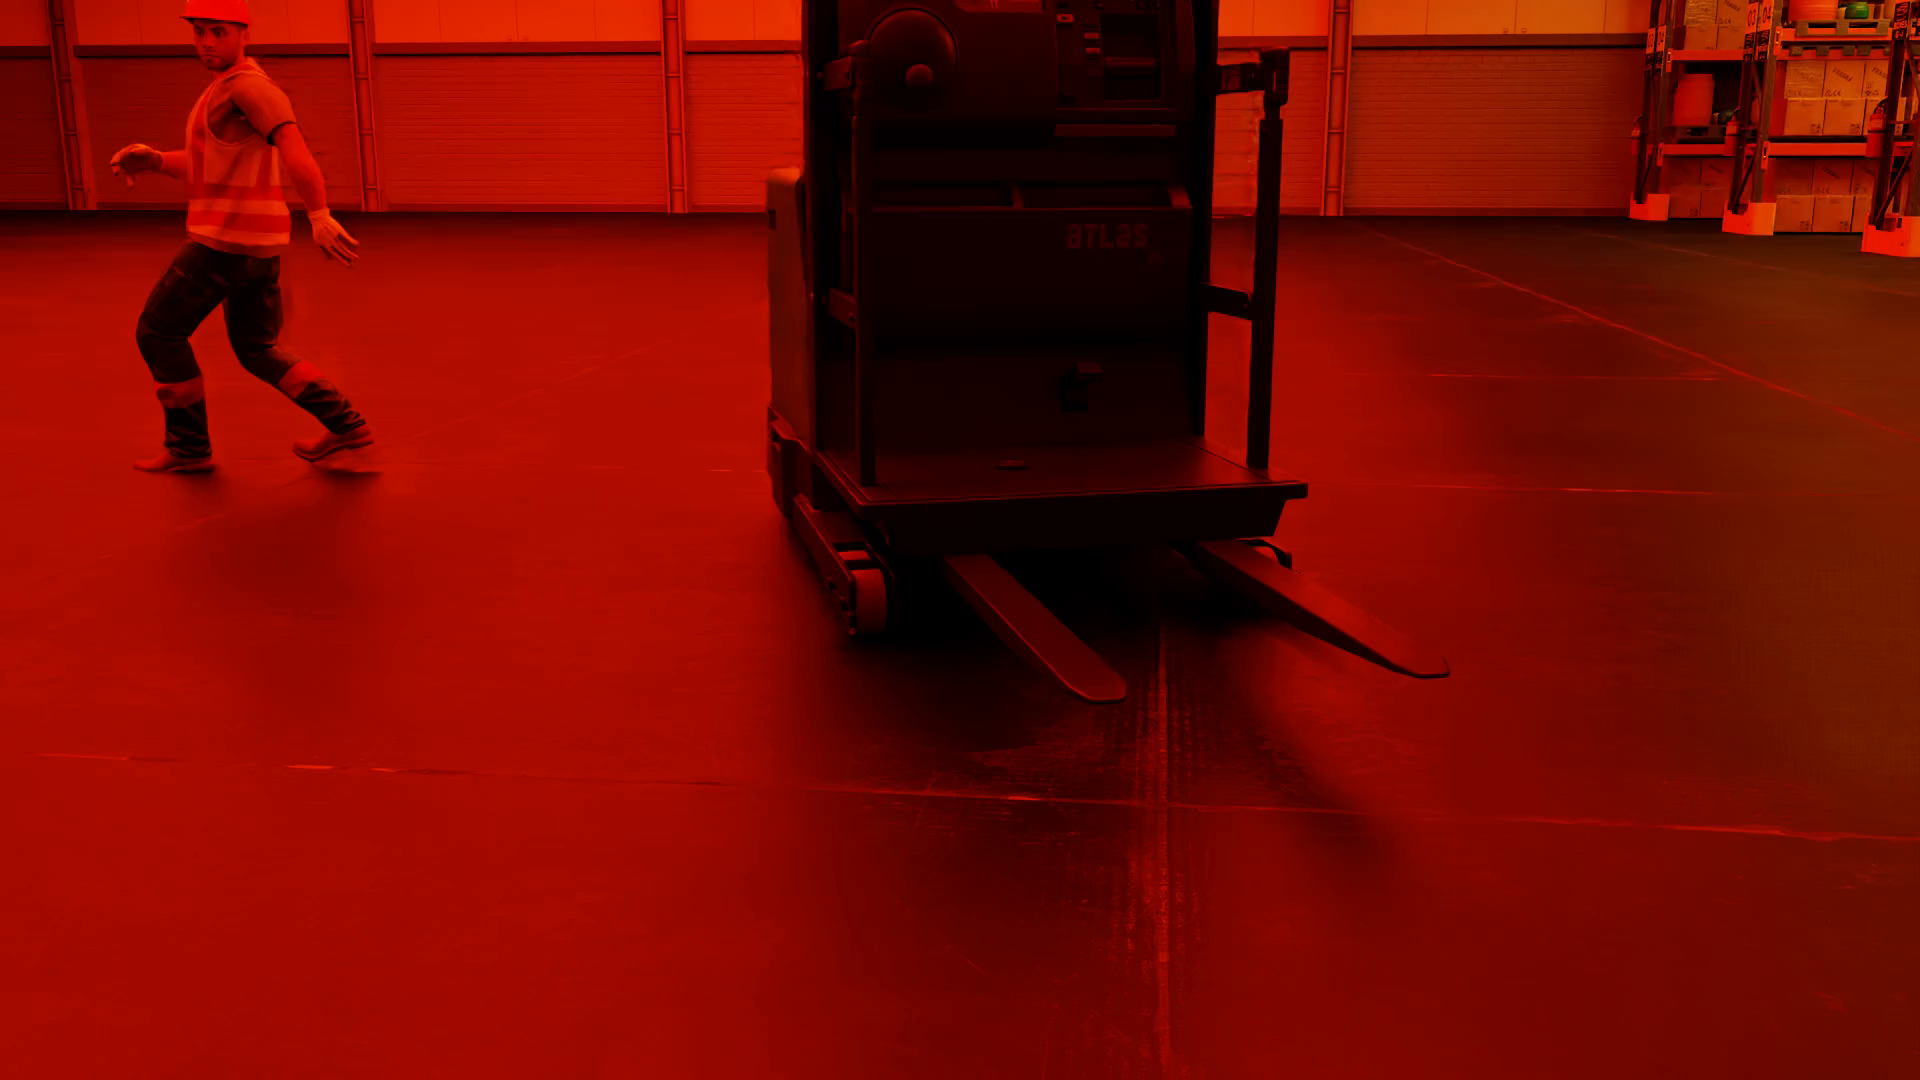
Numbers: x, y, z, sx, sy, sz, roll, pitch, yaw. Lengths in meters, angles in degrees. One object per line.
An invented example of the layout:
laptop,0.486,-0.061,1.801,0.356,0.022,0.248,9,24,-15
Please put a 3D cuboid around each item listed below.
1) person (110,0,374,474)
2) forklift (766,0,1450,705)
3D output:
person,-2.530,-1.059,5.822,0.933,1.698,0.569,-1,13,-5
forklift,0.197,-1.291,4.029,1.130,2.935,3.031,-3,14,-13
